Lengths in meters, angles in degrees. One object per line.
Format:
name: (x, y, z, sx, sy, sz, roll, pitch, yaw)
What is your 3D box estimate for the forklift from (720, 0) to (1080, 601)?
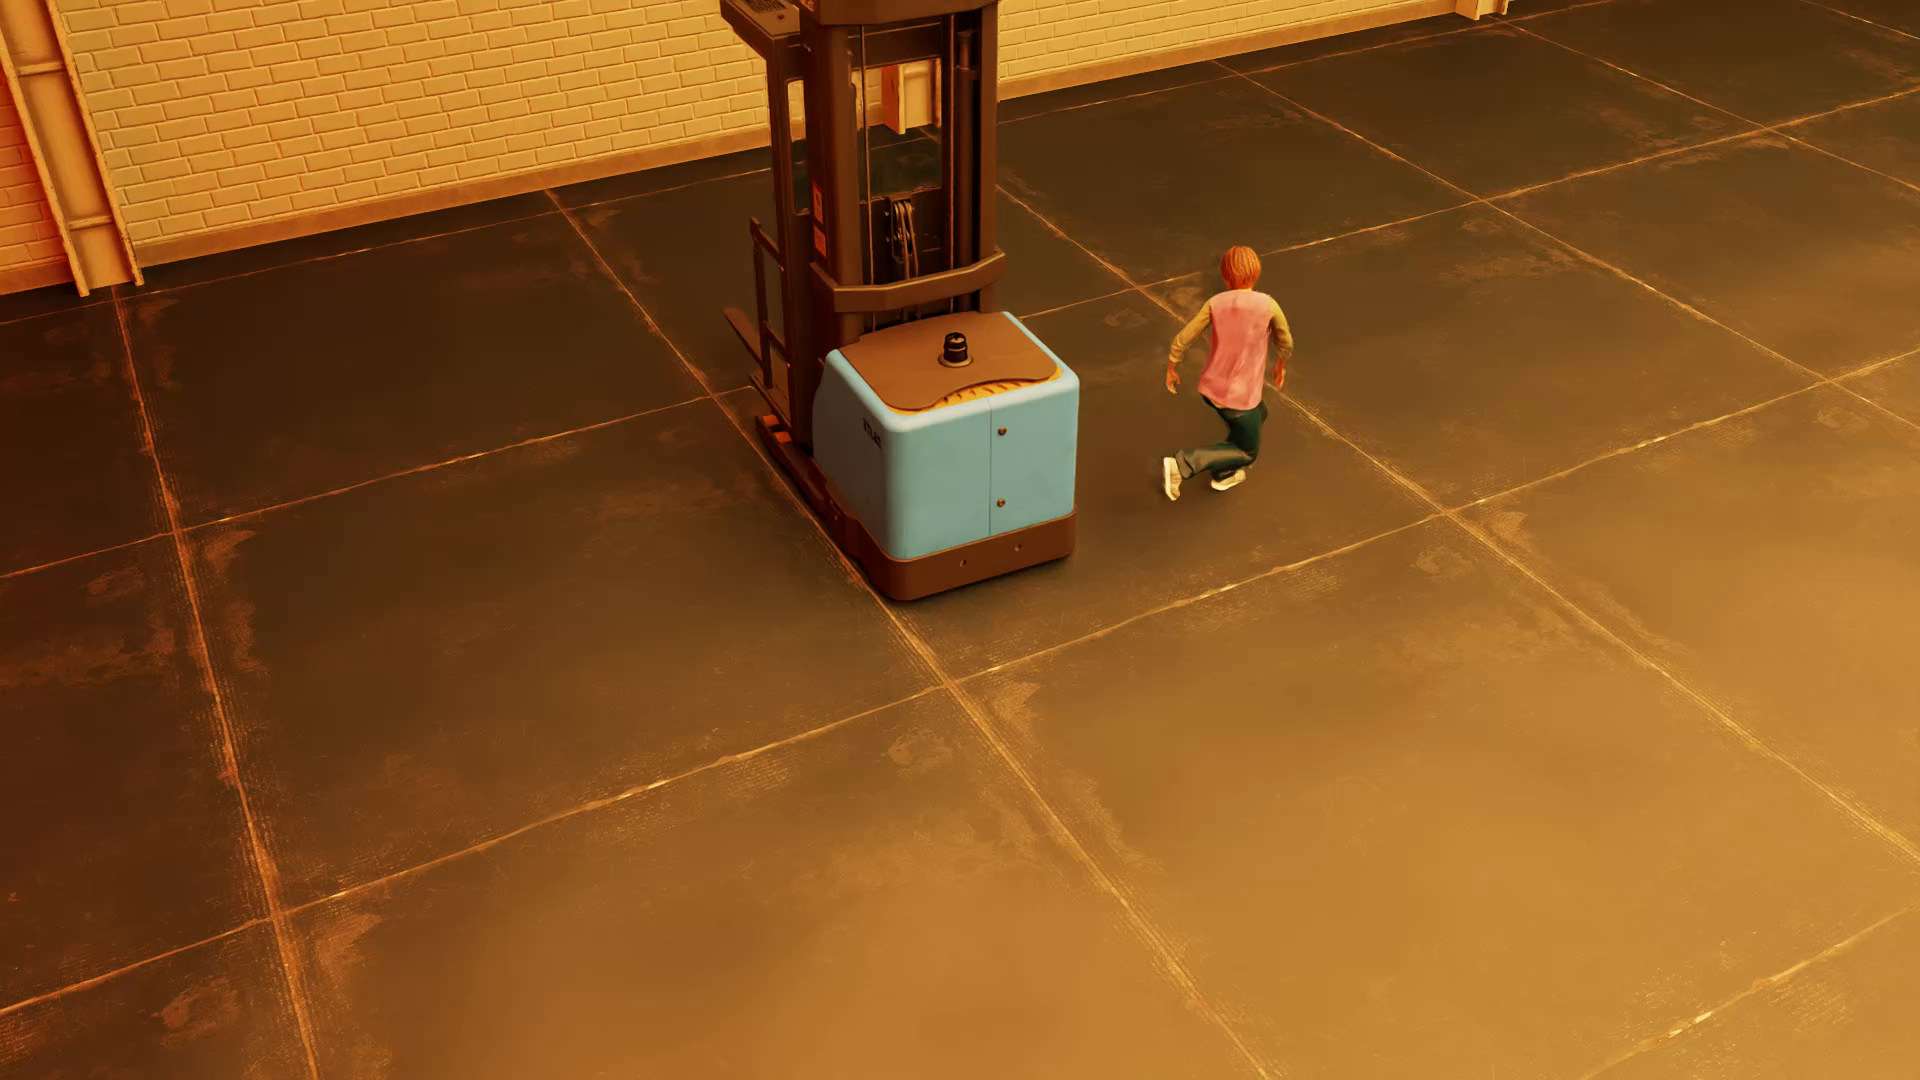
forklift: (-0.504, -1.739, 8.583, 1.130, 2.935, 3.031, -15, 38, -21)

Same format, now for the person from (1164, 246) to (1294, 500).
person: (1.356, -0.836, 8.691, 0.749, 1.375, 0.542, -25, 42, -31)
